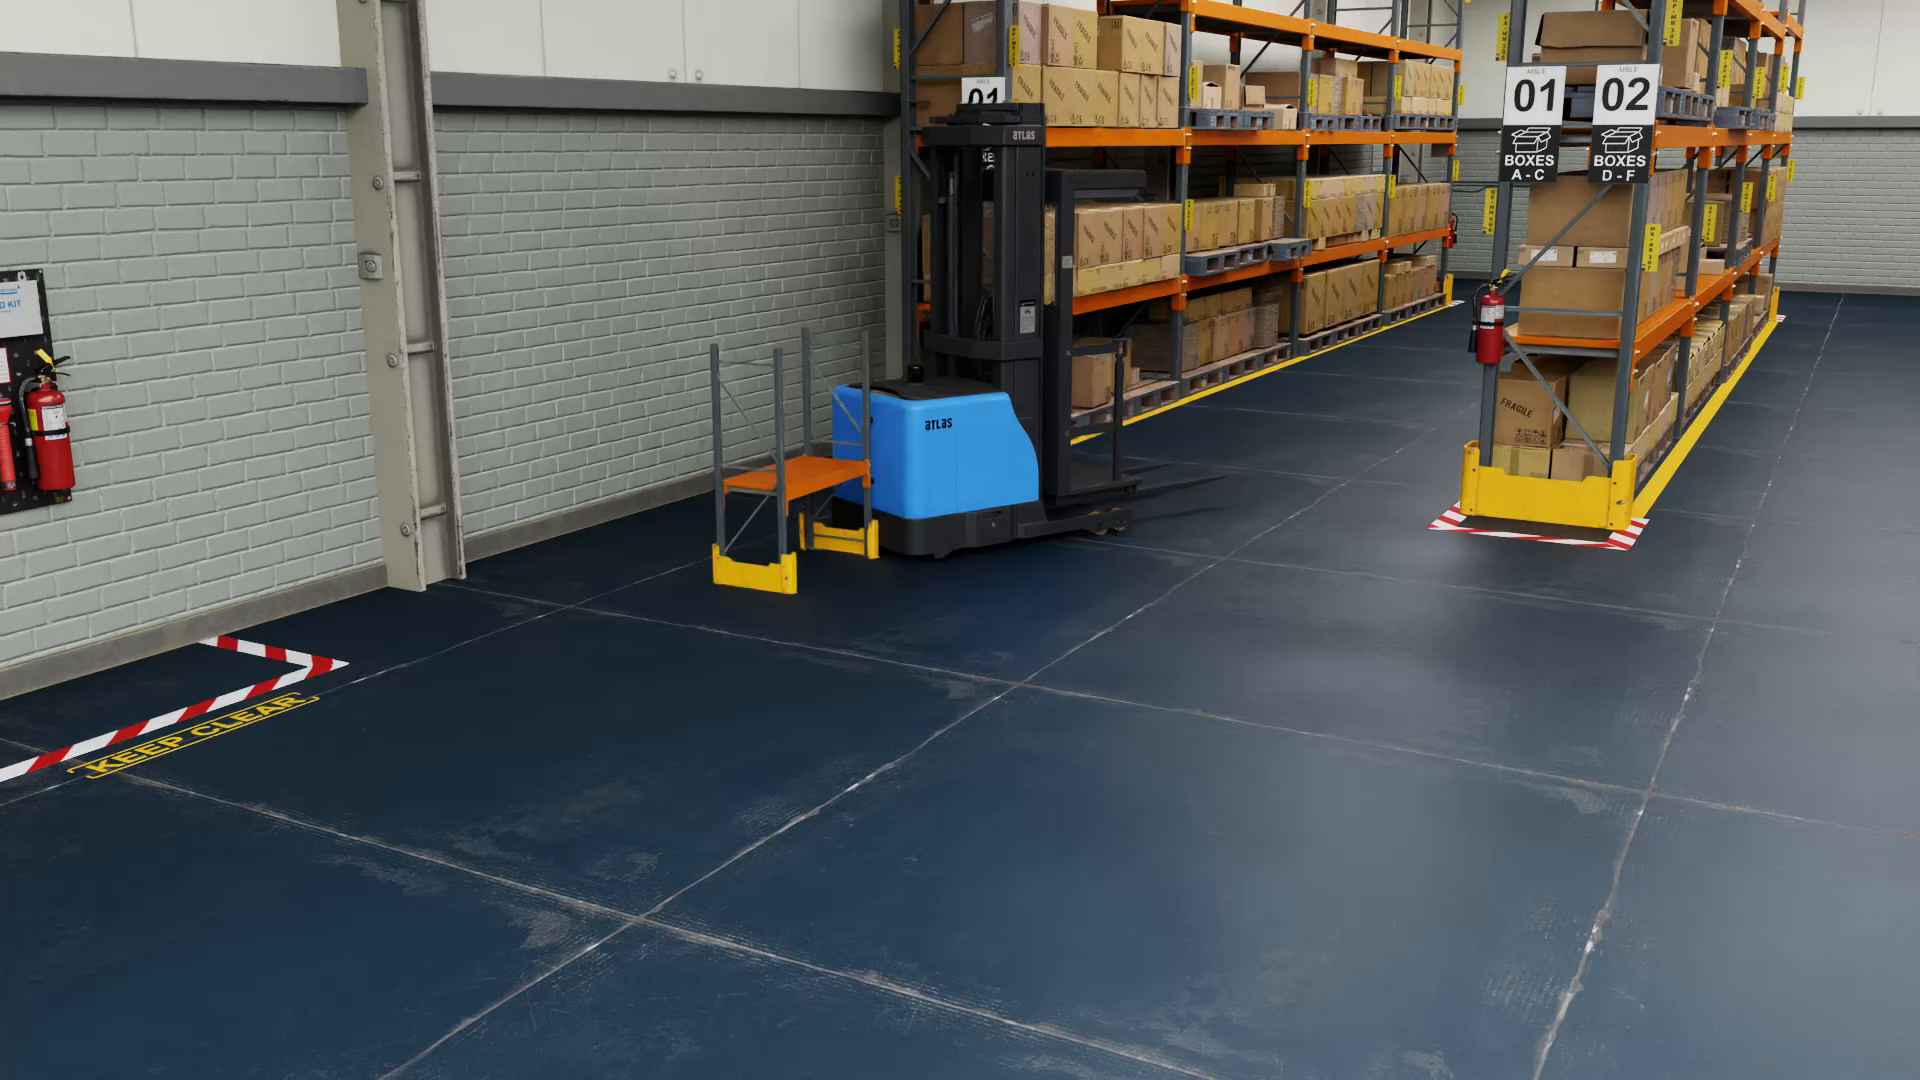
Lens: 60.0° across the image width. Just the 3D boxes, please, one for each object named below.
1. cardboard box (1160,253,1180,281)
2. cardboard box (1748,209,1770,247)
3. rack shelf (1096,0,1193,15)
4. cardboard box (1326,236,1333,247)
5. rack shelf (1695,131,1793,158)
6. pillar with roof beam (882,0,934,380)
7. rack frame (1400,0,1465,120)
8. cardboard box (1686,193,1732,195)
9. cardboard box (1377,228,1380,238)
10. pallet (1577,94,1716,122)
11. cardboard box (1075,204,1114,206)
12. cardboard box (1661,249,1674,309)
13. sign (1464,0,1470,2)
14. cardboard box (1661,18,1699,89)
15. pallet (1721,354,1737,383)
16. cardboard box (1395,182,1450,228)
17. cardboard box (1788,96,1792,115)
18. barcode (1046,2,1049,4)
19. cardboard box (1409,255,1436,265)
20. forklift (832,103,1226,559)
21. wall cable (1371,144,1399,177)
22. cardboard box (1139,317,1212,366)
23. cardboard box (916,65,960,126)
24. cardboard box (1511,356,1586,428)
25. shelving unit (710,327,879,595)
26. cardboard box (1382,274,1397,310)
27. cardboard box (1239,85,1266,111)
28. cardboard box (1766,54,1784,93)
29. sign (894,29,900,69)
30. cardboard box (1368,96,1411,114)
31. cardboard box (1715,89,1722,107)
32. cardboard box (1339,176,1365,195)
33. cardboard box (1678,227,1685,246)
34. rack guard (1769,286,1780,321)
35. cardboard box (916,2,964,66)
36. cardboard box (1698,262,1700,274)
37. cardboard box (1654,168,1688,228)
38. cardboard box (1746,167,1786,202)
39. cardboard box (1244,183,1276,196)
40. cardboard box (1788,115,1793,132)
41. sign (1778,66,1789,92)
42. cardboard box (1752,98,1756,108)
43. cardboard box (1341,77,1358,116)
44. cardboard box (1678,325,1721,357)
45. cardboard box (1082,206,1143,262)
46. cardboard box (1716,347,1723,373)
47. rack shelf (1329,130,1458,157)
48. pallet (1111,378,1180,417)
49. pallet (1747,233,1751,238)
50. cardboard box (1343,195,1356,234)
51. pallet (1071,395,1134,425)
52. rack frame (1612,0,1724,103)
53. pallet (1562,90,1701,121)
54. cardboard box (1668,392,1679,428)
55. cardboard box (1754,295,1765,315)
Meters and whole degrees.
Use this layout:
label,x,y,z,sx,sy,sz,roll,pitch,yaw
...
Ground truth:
label,x,y,z,sx,sy,sz,roll,pitch,yaw
cardboard box,1.932,-2.814,17.081,0.500,0.250,0.500,7,15,28
cardboard box,10.586,-4.211,22.388,0.500,0.500,0.500,8,16,30
rack shelf,0.929,-5.163,15.291,1.077,0.370,4.000,7,15,28
cardboard box,4.789,-4.025,22.322,0.380,0.149,0.250,8,16,29
rack shelf,11.068,-5.608,23.529,1.077,0.370,4.000,7,15,28
pillar with roof beam,3.312,-4.858,12.483,9.100,9.000,0.400,7,15,28
rack frame,7.697,-8.387,27.120,1.000,3.000,0.127,7,15,28
cardboard box,9.677,-4.270,21.736,0.700,0.500,0.500,2,14,9
cardboard box,5.848,-4.436,24.026,0.380,0.149,0.250,8,15,29
pallet,5.844,-3.685,14.207,1.003,0.211,1.213,7,15,28
cardboard box,1.232,-3.131,16.798,0.500,0.500,0.500,7,15,28
cardboard box,5.776,-2.296,14.442,0.700,0.500,0.500,7,15,27
sign,8.165,-8.815,26.734,0.100,0.325,0.005,7,15,28
cardboard box,5.342,-3.716,12.738,0.500,0.500,0.500,7,15,28
pallet,8.562,-2.062,19.635,1.003,0.211,1.213,7,15,28
cardboard box,7.459,-5.510,27.349,0.980,0.700,0.700,8,16,31
cardboard box,11.769,-6.301,24.123,0.500,0.250,0.500,7,15,28
barcode,0.847,-5.154,16.056,0.001,0.075,0.075,7,15,28
cardboard box,7.543,-4.573,27.153,0.380,0.149,0.250,7,15,27
forklift,0.602,-1.551,11.712,3.031,2.935,1.130,-10,17,-35
wall cable,7.488,-6.334,29.239,0.084,1.984,1.851,7,15,28
cardboard box,2.443,-2.271,18.950,0.700,0.500,0.500,7,15,27
cardboard box,-0.058,-3.818,14.316,0.500,0.500,0.500,9,16,32
cardboard box,4.770,-1.210,13.522,0.500,0.500,0.500,7,15,28
shelving unit,-1.043,-0.538,10.563,0.587,1.500,1.083,7,15,27
cardboard box,6.214,-3.780,25.251,0.700,0.500,0.500,8,16,29
cardboard box,3.122,-5.092,19.590,0.797,0.503,0.637,10,17,36
cardboard box,10.669,-6.273,22.405,0.700,0.500,0.500,7,15,28
sign,-0.514,-4.143,14.030,0.100,0.325,0.005,7,15,28
cardboard box,6.328,-6.399,24.489,0.500,0.250,0.500,7,15,28
cardboard box,7.474,-4.533,16.959,0.500,0.250,0.500,7,15,27
cardboard box,5.259,-4.884,22.900,0.500,0.250,0.500,8,16,29
cardboard box,6.169,-2.681,14.657,0.380,0.149,0.250,7,15,27
rack guard,11.998,-3.679,25.727,1.175,0.500,0.348,7,15,28
cardboard box,-0.058,-4.308,14.214,0.500,0.500,0.500,8,16,31
cardboard box,7.601,-2.878,17.608,0.380,0.149,0.250,9,16,32
cardboard box,6.025,-3.035,14.742,0.700,0.500,0.500,7,15,28
cardboard box,11.817,-5.218,24.431,0.500,0.500,0.500,8,16,30
cardboard box,3.689,-4.333,20.568,0.380,0.149,0.250,5,15,21
cardboard box,12.018,-6.160,24.603,0.500,0.250,0.500,7,15,28
sign,10.589,-5.928,21.378,0.100,0.325,0.005,7,15,28
cardboard box,8.847,-5.080,19.591,0.910,0.500,0.500,7,15,28
cardboard box,5.029,-6.081,22.803,0.700,0.500,0.500,7,15,27
cardboard box,7.885,-2.166,17.891,0.500,0.311,0.500,7,15,27
cardboard box,1.449,-2.972,16.140,0.500,0.500,0.500,7,15,26
cardboard box,8.127,-2.000,18.401,0.500,0.250,0.500,8,16,29
rack shelf,6.730,-6.168,25.854,1.077,0.370,4.000,7,15,28
pallet,1.602,-1.511,17.350,1.003,0.211,1.213,7,15,28
pallet,9.620,-3.844,21.488,1.003,0.211,1.213,7,15,28
cardboard box,5.035,-4.418,22.569,0.500,0.500,0.500,8,16,30
pallet,1.013,-1.260,16.308,1.003,0.211,1.213,7,15,28
rack frame,6.234,-5.364,14.583,1.000,3.000,0.127,7,15,28
pallet,5.254,-3.436,13.173,1.003,0.211,1.213,7,15,28
cardboard box,6.201,-1.195,15.062,0.500,0.250,0.500,7,15,28
cardboard box,11.502,-3.456,24.396,0.500,0.250,0.500,7,15,28
